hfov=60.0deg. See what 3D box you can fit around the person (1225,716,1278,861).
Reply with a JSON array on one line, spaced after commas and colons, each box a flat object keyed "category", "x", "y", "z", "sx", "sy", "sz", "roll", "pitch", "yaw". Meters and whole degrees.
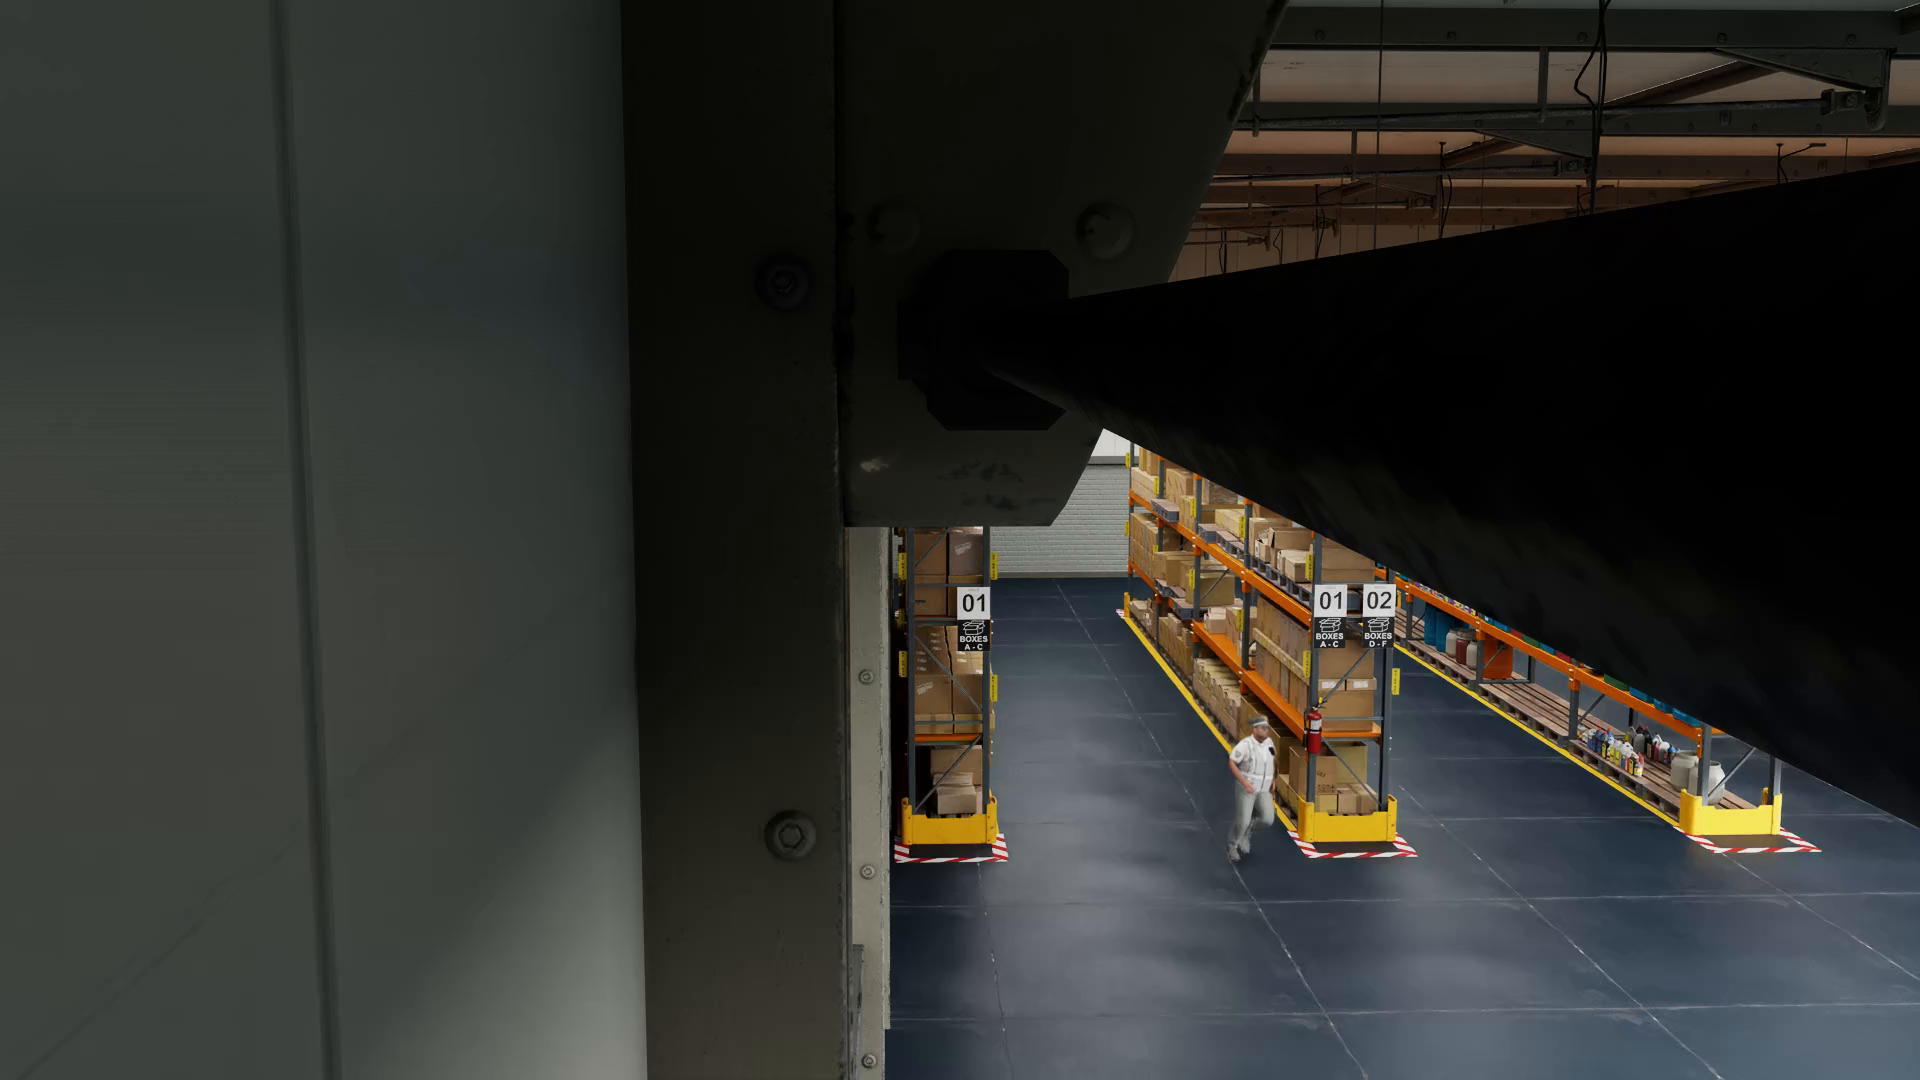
[{"category": "person", "x": 3.545, "y": 2.951, "z": 19.869, "sx": 0.719, "sy": 1.731, "sz": 0.549, "roll": -3, "pitch": 8, "yaw": -24}]
